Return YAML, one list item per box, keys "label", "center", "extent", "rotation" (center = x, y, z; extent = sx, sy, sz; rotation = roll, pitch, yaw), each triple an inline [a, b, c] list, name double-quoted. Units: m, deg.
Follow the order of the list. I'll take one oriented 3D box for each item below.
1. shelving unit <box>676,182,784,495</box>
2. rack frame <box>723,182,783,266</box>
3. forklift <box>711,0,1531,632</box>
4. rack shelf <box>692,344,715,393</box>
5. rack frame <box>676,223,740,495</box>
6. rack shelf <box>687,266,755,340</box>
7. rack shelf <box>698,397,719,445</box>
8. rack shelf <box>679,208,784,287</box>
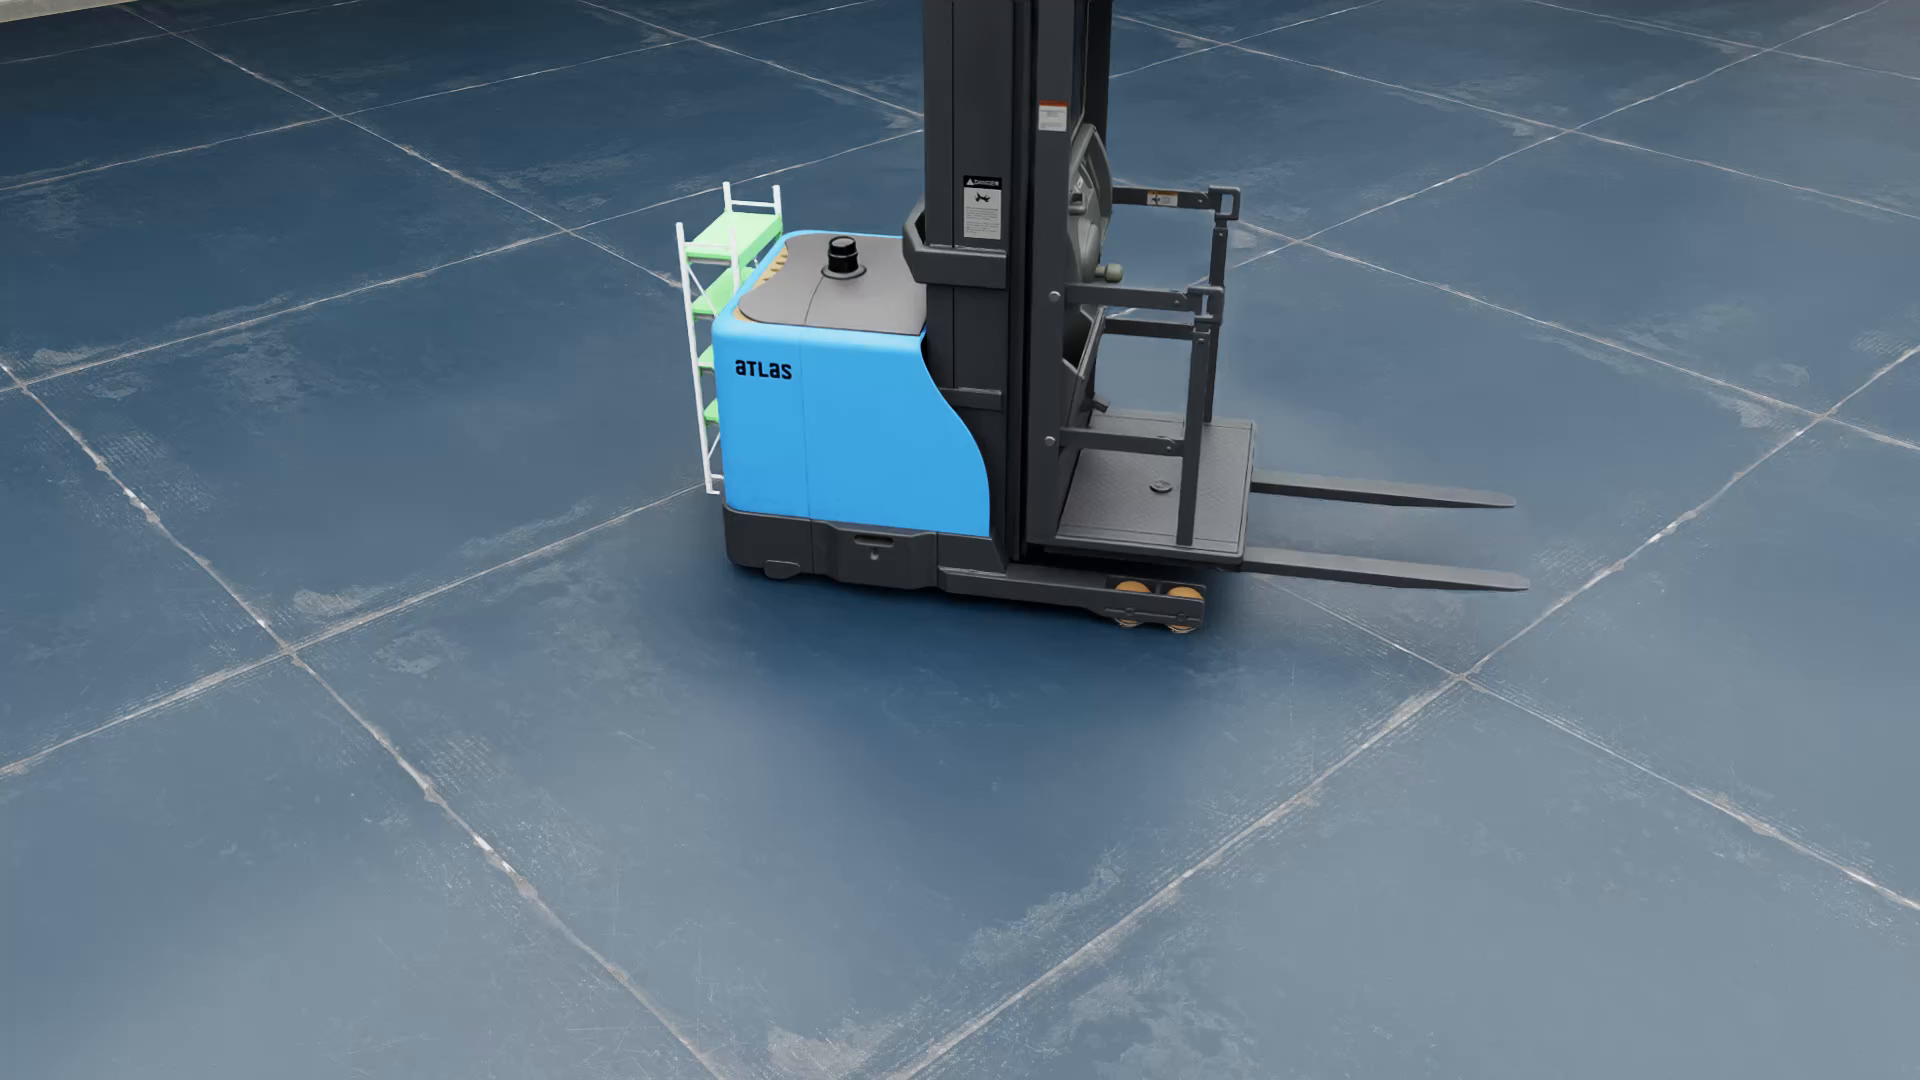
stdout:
- label: "shelving unit"
  center: [-0.909, -0.826, 6.944]
  extent: [0.258, 1.200, 0.503]
  rotation: [7, 32, 14]
- label: "rack frame"
  center: [-0.845, -0.949, 7.145]
  extent: [0.240, 1.200, 0.015]
  rotation: [7, 32, 14]
- label: "forklift"
  center: [0.652, -1.210, 5.920]
  extent: [3.031, 2.935, 1.130]
  rotation: [6, 32, 10]
- label: "rack shelf"
  center: [-0.907, -0.771, 6.977]
  extent: [0.258, 0.148, 0.480]
  rotation: [7, 32, 14]
- label: "rack frame"
  center: [-0.972, -0.703, 6.743]
  extent: [0.240, 1.200, 0.015]
  rotation: [7, 32, 14]
- label: "rack shelf"
  center: [-0.913, -0.976, 6.853]
  extent: [0.258, 0.148, 0.480]
  rotation: [7, 32, 14]
- label: "rack shelf"
  center: [-0.902, -0.565, 7.101]
  extent: [0.258, 0.148, 0.480]
  rotation: [7, 32, 14]
- label: "rack shelf"
  center: [-0.918, -1.182, 6.729]
  extent: [0.258, 0.148, 0.480]
  rotation: [7, 32, 14]
